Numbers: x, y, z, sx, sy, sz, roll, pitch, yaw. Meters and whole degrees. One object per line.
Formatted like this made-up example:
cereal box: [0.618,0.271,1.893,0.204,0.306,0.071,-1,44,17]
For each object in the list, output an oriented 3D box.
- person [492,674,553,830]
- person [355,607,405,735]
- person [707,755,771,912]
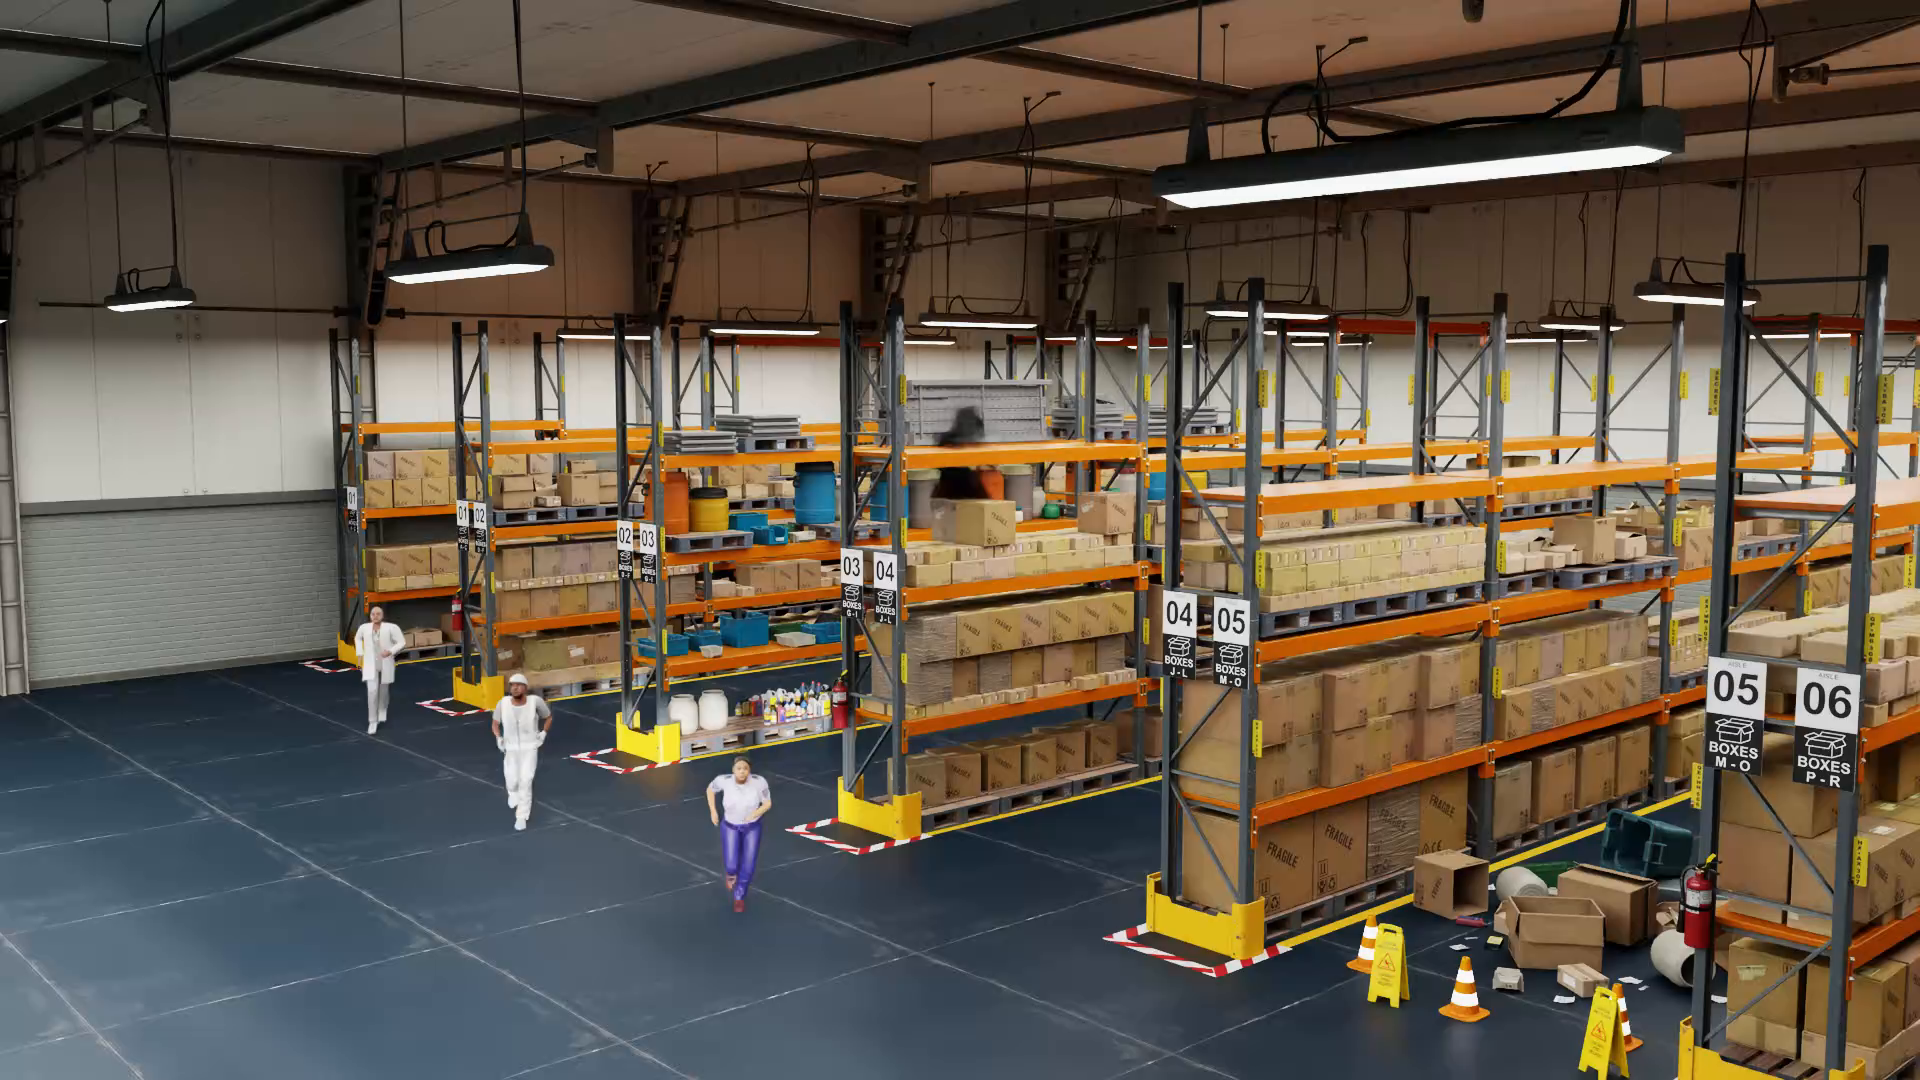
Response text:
person: [-5.056,2.404,19.244,0.684,1.763,0.752,-1,6,-6]
person: [-8.500,1.873,24.401,0.713,1.823,0.935,-2,6,-15]
person: [-2.114,2.820,15.989,0.593,1.577,0.669,-1,6,-13]
